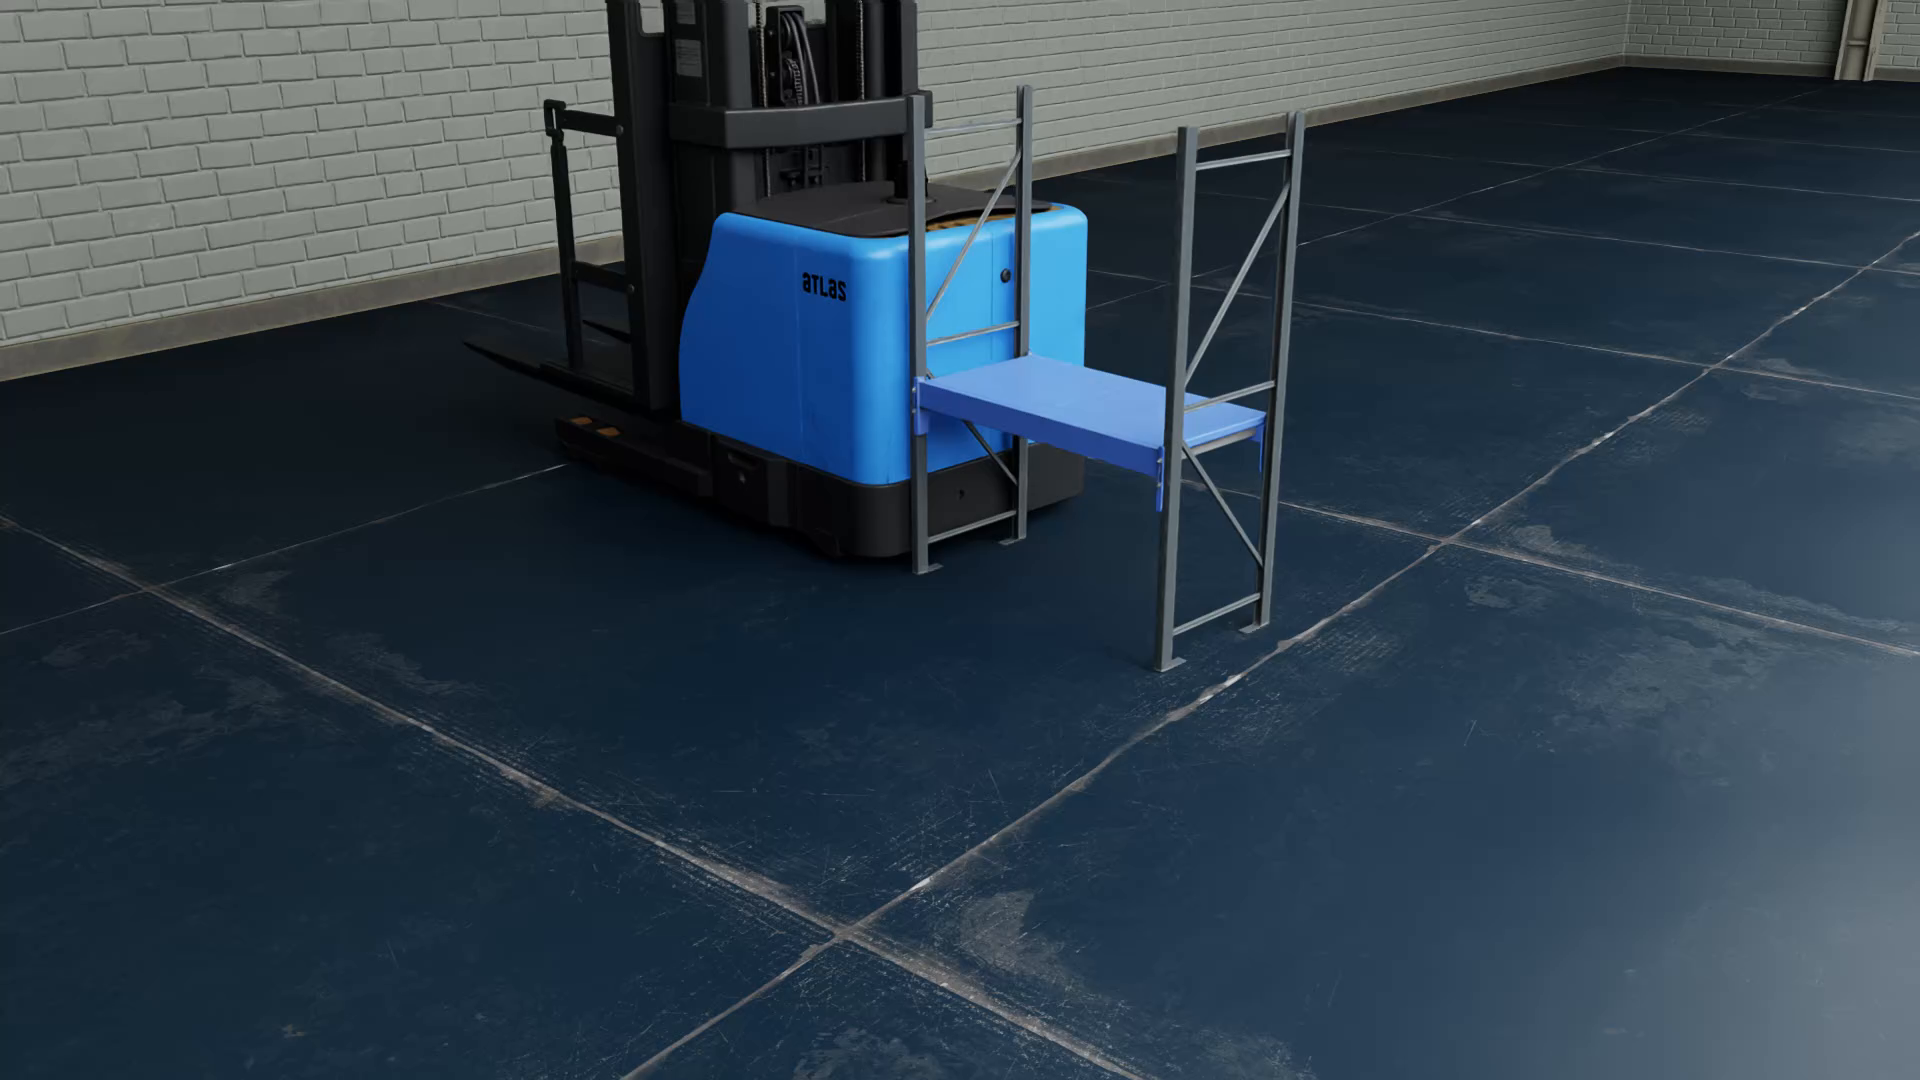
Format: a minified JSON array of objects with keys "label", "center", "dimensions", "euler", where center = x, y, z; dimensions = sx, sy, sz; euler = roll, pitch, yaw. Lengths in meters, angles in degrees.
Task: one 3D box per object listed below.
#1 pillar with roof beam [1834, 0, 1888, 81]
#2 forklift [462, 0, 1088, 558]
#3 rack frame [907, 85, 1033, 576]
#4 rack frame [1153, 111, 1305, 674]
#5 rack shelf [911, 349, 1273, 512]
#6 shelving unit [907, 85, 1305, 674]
[{"label":"pillar with roof beam","center":[8.739,-8.941,16.626],"dimensions":[0.400,9.000,9.100],"euler":[16,26,36]},{"label":"forklift","center":[-0.933,-1.747,6.146],"dimensions":[1.130,2.935,3.031],"euler":[-19,27,-40]},{"label":"rack frame","center":[0.036,-0.650,5.265],"dimensions":[0.500,1.500,0.032],"euler":[-19,27,-40]},{"label":"rack frame","center":[0.736,-0.390,4.576],"dimensions":[0.500,1.500,0.032],"euler":[-19,27,-40]},{"label":"rack shelf","center":[0.386,-0.351,4.984],"dimensions":[0.538,0.185,1.000],"euler":[-19,27,-40]},{"label":"shelving unit","center":[0.386,-0.520,4.920],"dimensions":[0.538,1.500,1.048],"euler":[-19,27,-40]}]
